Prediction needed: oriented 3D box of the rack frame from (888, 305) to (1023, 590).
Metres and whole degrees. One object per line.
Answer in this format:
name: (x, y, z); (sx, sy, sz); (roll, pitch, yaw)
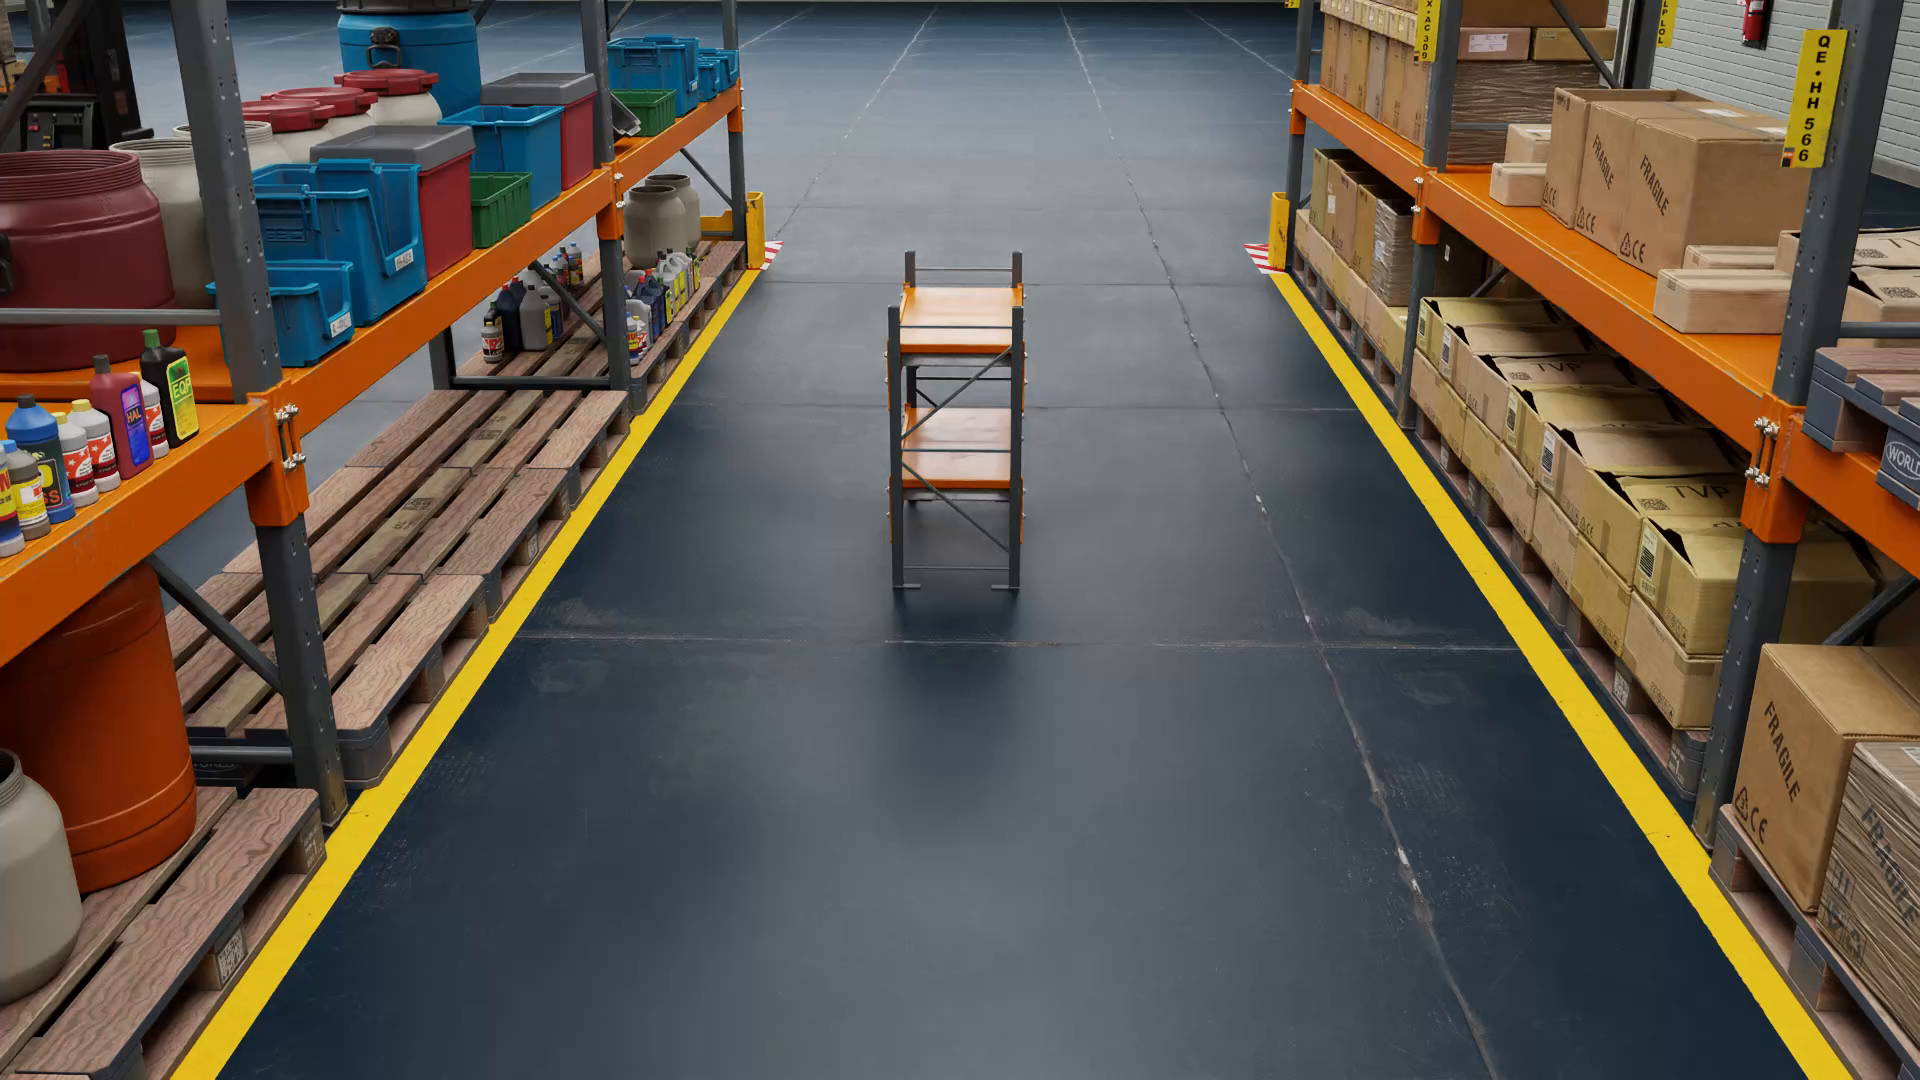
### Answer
rack frame: (-0.016, -0.338, 6.345); (0.500, 1.125, 0.032); (1, 21, 2)

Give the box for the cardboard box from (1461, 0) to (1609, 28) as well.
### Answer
cardboard box: (2.756, -2.782, 8.121); (0.700, 0.500, 0.500); (1, 21, 2)

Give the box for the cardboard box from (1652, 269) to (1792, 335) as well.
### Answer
cardboard box: (2.378, -0.735, 5.124); (0.380, 0.149, 0.250); (1, 21, 2)

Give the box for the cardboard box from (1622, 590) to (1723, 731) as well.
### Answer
cardboard box: (2.399, 0.369, 5.152); (0.500, 0.250, 0.500); (1, 21, 3)

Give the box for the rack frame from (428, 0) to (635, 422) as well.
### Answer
rack frame: (-2.203, -2.026, 8.104); (1.000, 3.000, 0.127); (1, 21, 2)

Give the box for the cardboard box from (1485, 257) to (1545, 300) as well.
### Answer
cardboard box: (3.075, -1.398, 8.670); (0.500, 0.500, 0.500); (1, 21, 2)

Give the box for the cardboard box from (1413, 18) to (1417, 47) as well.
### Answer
cardboard box: (2.558, -2.604, 8.559); (0.380, 0.149, 0.250); (0, 21, 0)

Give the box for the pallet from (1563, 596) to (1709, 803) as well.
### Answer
pallet: (2.691, 0.479, 5.504); (1.003, 0.211, 1.213); (1, 21, 2)

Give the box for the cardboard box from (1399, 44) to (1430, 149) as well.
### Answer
cardboard box: (2.765, -2.368, 8.848); (0.700, 0.500, 0.500); (0, 21, 1)

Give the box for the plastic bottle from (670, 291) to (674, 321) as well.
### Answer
plastic bottle: (-1.725, -1.384, 9.711); (0.097, 0.201, 0.097); (0, 21, 0)

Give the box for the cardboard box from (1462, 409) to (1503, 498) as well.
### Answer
cardboard box: (2.459, -0.369, 7.054); (0.500, 0.250, 0.500); (0, 21, 0)

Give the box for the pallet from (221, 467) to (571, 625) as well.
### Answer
pallet: (-2.222, 0.000, 6.736); (1.003, 0.211, 1.213); (1, 21, 2)

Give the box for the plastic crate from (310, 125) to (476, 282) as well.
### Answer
plastic crate: (-1.969, -1.191, 5.863); (0.402, 0.464, 0.583); (1, 21, 2)

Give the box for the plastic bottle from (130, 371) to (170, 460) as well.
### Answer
plastic bottle: (-1.932, -0.295, 3.917); (0.097, 0.201, 0.097); (0, 21, 0)

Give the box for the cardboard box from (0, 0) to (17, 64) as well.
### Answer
cardboard box: (-7.076, -3.514, 11.389); (0.875, 0.500, 0.500); (1, 21, 2)

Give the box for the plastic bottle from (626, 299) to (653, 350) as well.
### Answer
plastic bottle: (-1.772, -1.189, 9.104); (0.152, 0.276, 0.135); (1, 21, 4)

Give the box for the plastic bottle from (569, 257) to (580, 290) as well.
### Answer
plastic bottle: (-2.451, -1.684, 10.481); (0.097, 0.201, 0.097); (0, 21, 0)

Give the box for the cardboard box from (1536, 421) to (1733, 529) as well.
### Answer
cardboard box: (2.424, -0.262, 6.003); (0.500, 0.311, 0.500); (0, 21, 1)

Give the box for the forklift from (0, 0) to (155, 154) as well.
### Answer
forklift: (-4.766, -1.979, 8.078); (1.130, 2.935, 3.031); (2, 21, 5)

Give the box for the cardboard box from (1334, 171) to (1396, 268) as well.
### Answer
cardboard box: (2.583, -1.946, 10.083); (0.500, 0.500, 0.500); (1, 21, 2)

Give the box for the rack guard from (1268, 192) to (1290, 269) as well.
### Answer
rack guard: (2.871, -2.260, 12.162); (1.175, 0.500, 0.348); (1, 21, 2)

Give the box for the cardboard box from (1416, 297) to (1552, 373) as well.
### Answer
cardboard box: (2.487, -0.999, 7.902); (0.500, 0.311, 0.500); (1, 21, 2)

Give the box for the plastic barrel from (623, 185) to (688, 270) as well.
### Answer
plastic barrel: (-2.040, -2.088, 11.123); (0.421, 0.512, 0.421); (0, 21, 0)

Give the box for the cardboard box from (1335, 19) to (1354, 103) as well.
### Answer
cardboard box: (2.832, -3.105, 10.746); (0.700, 0.500, 0.500); (1, 21, 3)

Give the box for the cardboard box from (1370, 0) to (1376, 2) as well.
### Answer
cardboard box: (2.816, -3.508, 9.991); (0.700, 0.500, 0.500); (1, 21, 2)

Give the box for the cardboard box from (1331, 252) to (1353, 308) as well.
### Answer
cardboard box: (2.584, -1.597, 10.218); (0.500, 0.250, 0.500); (1, 21, 2)

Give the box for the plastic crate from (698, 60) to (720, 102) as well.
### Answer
plastic crate: (-1.822, -2.984, 10.779); (0.499, 0.251, 0.408); (1, 21, 2)

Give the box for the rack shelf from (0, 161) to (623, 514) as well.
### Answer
rack shelf: (-2.263, -0.968, 6.371); (1.077, 0.370, 4.000); (1, 21, 2)

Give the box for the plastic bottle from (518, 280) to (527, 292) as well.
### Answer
plastic bottle: (-2.502, -1.330, 9.456); (0.061, 0.283, 0.133); (2, 21, 5)

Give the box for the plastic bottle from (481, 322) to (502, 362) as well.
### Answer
plastic bottle: (-2.503, -1.061, 8.878); (0.097, 0.201, 0.097); (0, 21, 0)

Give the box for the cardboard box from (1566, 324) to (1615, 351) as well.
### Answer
cardboard box: (3.013, -0.808, 7.410); (0.500, 0.311, 0.500); (1, 21, 3)

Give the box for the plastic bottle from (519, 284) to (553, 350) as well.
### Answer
plastic bottle: (-2.327, -1.231, 9.108); (0.144, 0.351, 0.185); (1, 21, 2)

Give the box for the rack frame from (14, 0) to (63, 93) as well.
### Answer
rack frame: (-7.032, -3.527, 11.972); (1.000, 3.000, 0.127); (1, 21, 2)

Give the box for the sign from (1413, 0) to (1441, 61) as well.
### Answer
sign: (2.194, -2.416, 7.804); (0.100, 0.325, 0.005); (1, 21, 2)

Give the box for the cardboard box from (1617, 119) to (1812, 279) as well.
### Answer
cardboard box: (2.661, -1.178, 5.779); (0.500, 0.500, 0.500); (0, 21, -1)

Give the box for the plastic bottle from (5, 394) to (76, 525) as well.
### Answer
plastic bottle: (-1.945, -0.174, 3.508); (0.097, 0.271, 0.097); (0, 21, 0)

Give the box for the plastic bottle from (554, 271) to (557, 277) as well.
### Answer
plastic bottle: (-2.464, -1.525, 10.073); (0.097, 0.201, 0.097); (0, 21, 0)

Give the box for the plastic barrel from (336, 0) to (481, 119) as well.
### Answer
plastic barrel: (-2.517, -2.124, 7.662); (0.600, 0.901, 0.708); (1, 21, 2)

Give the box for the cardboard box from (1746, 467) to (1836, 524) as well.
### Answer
cardboard box: (2.944, -0.076, 5.523); (0.500, 0.311, 0.500); (0, 21, 0)

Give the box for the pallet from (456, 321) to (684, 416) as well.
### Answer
pallet: (-2.140, -0.969, 9.234); (1.003, 0.211, 1.213); (1, 21, 2)

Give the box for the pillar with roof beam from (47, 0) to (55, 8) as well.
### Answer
pillar with roof beam: (-17.605, -17.044, 38.516); (9.100, 9.000, 0.400); (1, 21, 2)

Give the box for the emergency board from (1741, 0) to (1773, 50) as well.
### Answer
emergency board: (8.961, -6.163, 18.767); (0.194, 1.169, 0.643); (1, 21, 2)

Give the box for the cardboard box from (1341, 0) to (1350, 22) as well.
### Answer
cardboard box: (2.619, -3.349, 10.479); (0.380, 0.149, 0.250); (0, 21, 1)

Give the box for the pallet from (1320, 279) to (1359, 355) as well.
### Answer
pallet: (2.849, -1.400, 10.345); (1.003, 0.211, 1.213); (1, 21, 2)

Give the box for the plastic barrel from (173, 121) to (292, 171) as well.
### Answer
plastic barrel: (-2.494, -1.159, 5.714); (0.421, 0.512, 0.421); (0, 21, 0)

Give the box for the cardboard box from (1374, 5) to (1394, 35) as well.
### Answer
cardboard box: (2.588, -2.975, 9.515); (0.380, 0.149, 0.250); (1, 21, 3)

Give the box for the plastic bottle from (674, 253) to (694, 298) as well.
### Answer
plastic bottle: (-1.734, -1.648, 10.287); (0.152, 0.276, 0.135); (1, 21, 2)

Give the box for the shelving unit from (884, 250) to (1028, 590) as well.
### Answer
shelving unit: (0.000, -0.522, 6.819); (0.538, 1.125, 1.048); (1, 21, 2)

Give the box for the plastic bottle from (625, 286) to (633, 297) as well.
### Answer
plastic bottle: (-1.879, -1.300, 9.397); (0.097, 0.271, 0.097); (0, 21, 0)
